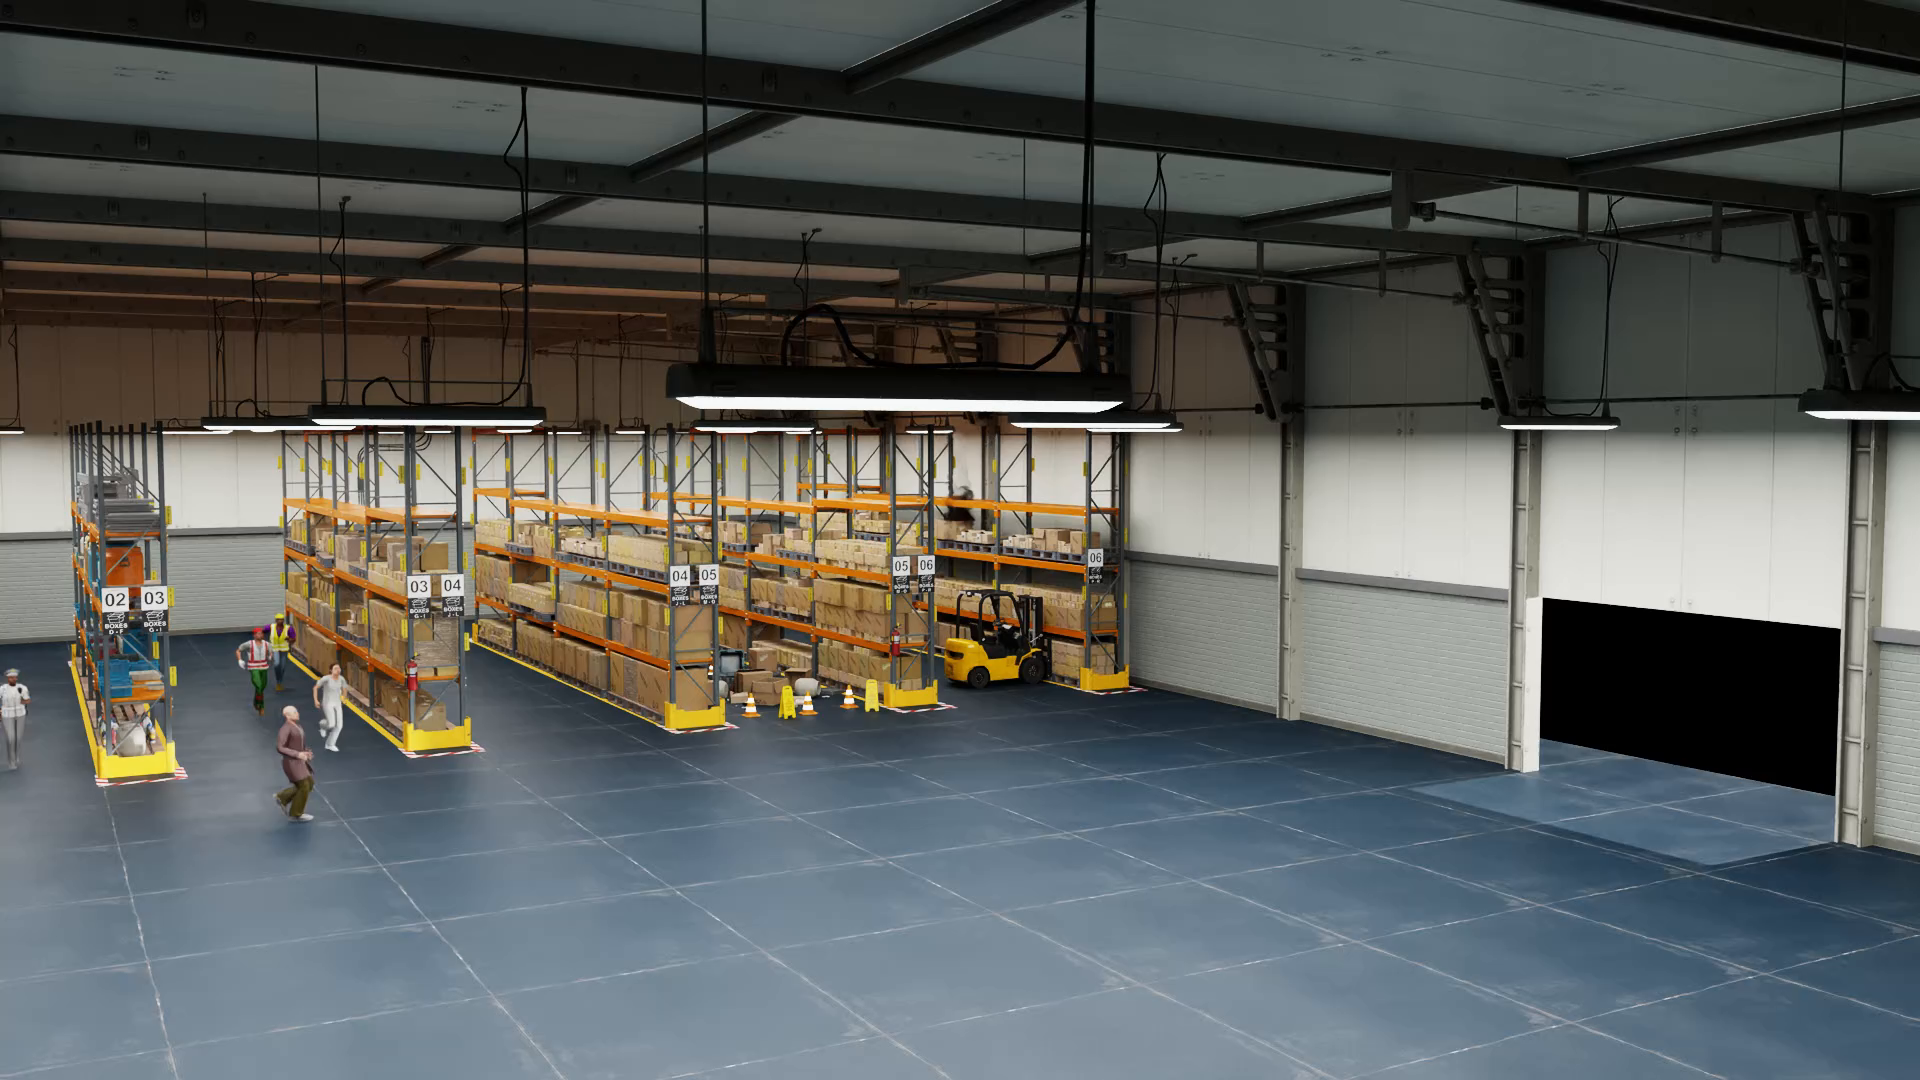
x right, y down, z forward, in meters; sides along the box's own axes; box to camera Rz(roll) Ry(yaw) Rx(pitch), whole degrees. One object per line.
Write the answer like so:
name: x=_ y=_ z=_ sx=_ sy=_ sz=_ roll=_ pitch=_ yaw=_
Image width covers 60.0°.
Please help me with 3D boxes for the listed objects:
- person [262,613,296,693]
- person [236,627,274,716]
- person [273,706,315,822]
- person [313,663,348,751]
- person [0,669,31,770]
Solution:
person: x=-15.357 y=2.535 z=37.499 sx=0.729 sy=1.788 sz=0.838 roll=-2 pitch=4 yaw=-26
person: x=-14.544 y=2.711 z=34.441 sx=0.816 sy=1.810 sz=0.669 roll=3 pitch=5 yaw=43
person: x=-9.929 y=3.325 z=24.739 sx=0.667 sy=1.725 sz=0.707 roll=0 pitch=4 yaw=-3
person: x=-11.536 y=3.047 z=30.497 sx=0.668 sy=1.618 sz=0.595 roll=3 pitch=5 yaw=42
person: x=-16.394 y=3.101 z=28.801 sx=0.554 sy=1.758 sz=0.711 roll=-3 pitch=5 yaw=-43
